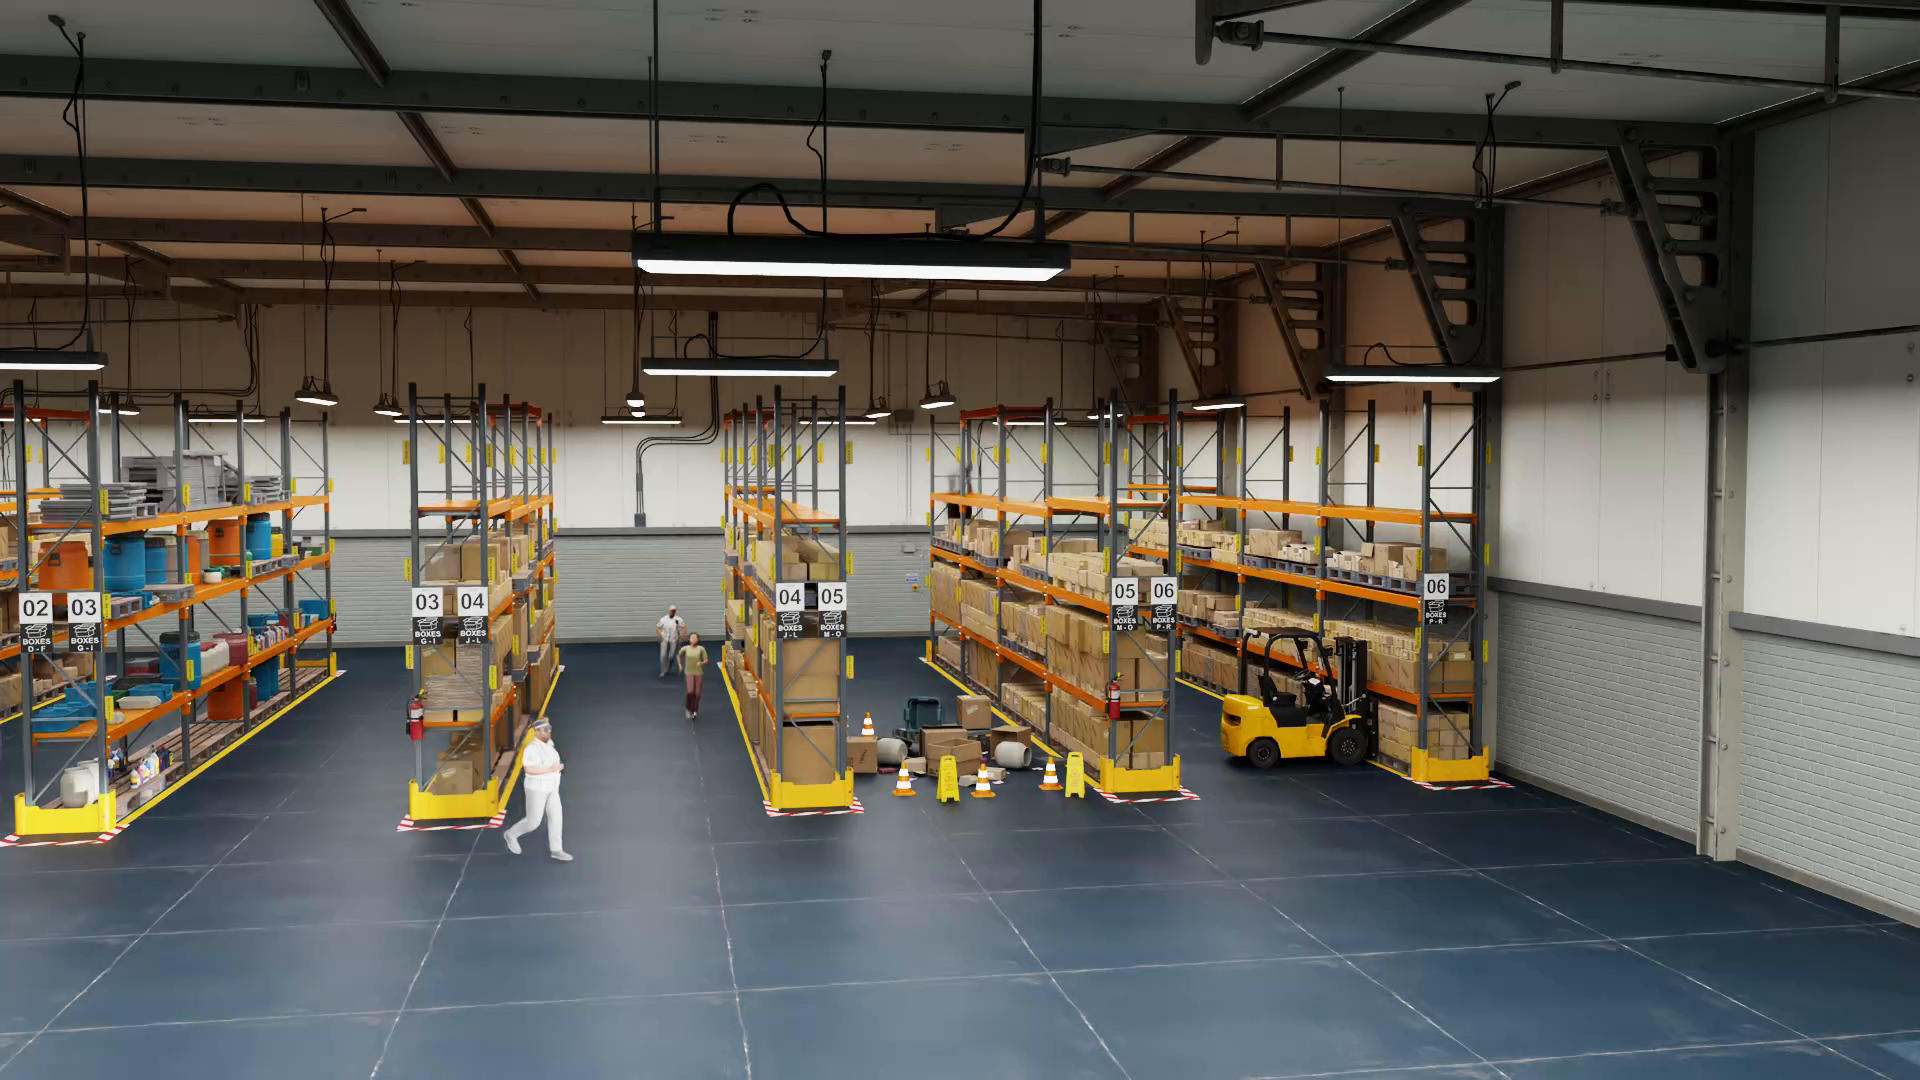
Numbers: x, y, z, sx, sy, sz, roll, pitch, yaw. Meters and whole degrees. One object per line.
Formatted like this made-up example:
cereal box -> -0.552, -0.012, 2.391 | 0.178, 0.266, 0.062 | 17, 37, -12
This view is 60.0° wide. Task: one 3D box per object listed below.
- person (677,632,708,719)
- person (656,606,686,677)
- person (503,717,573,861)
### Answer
person -> -5.054, 2.565, 31.539 | 0.560, 1.645, 0.642 | -1, 3, -18
person -> -6.579, 2.290, 37.844 | 0.687, 1.608, 0.540 | 0, 3, -7
person -> -5.195, 3.057, 20.535 | 0.944, 1.761, 0.664 | 1, 3, 23
